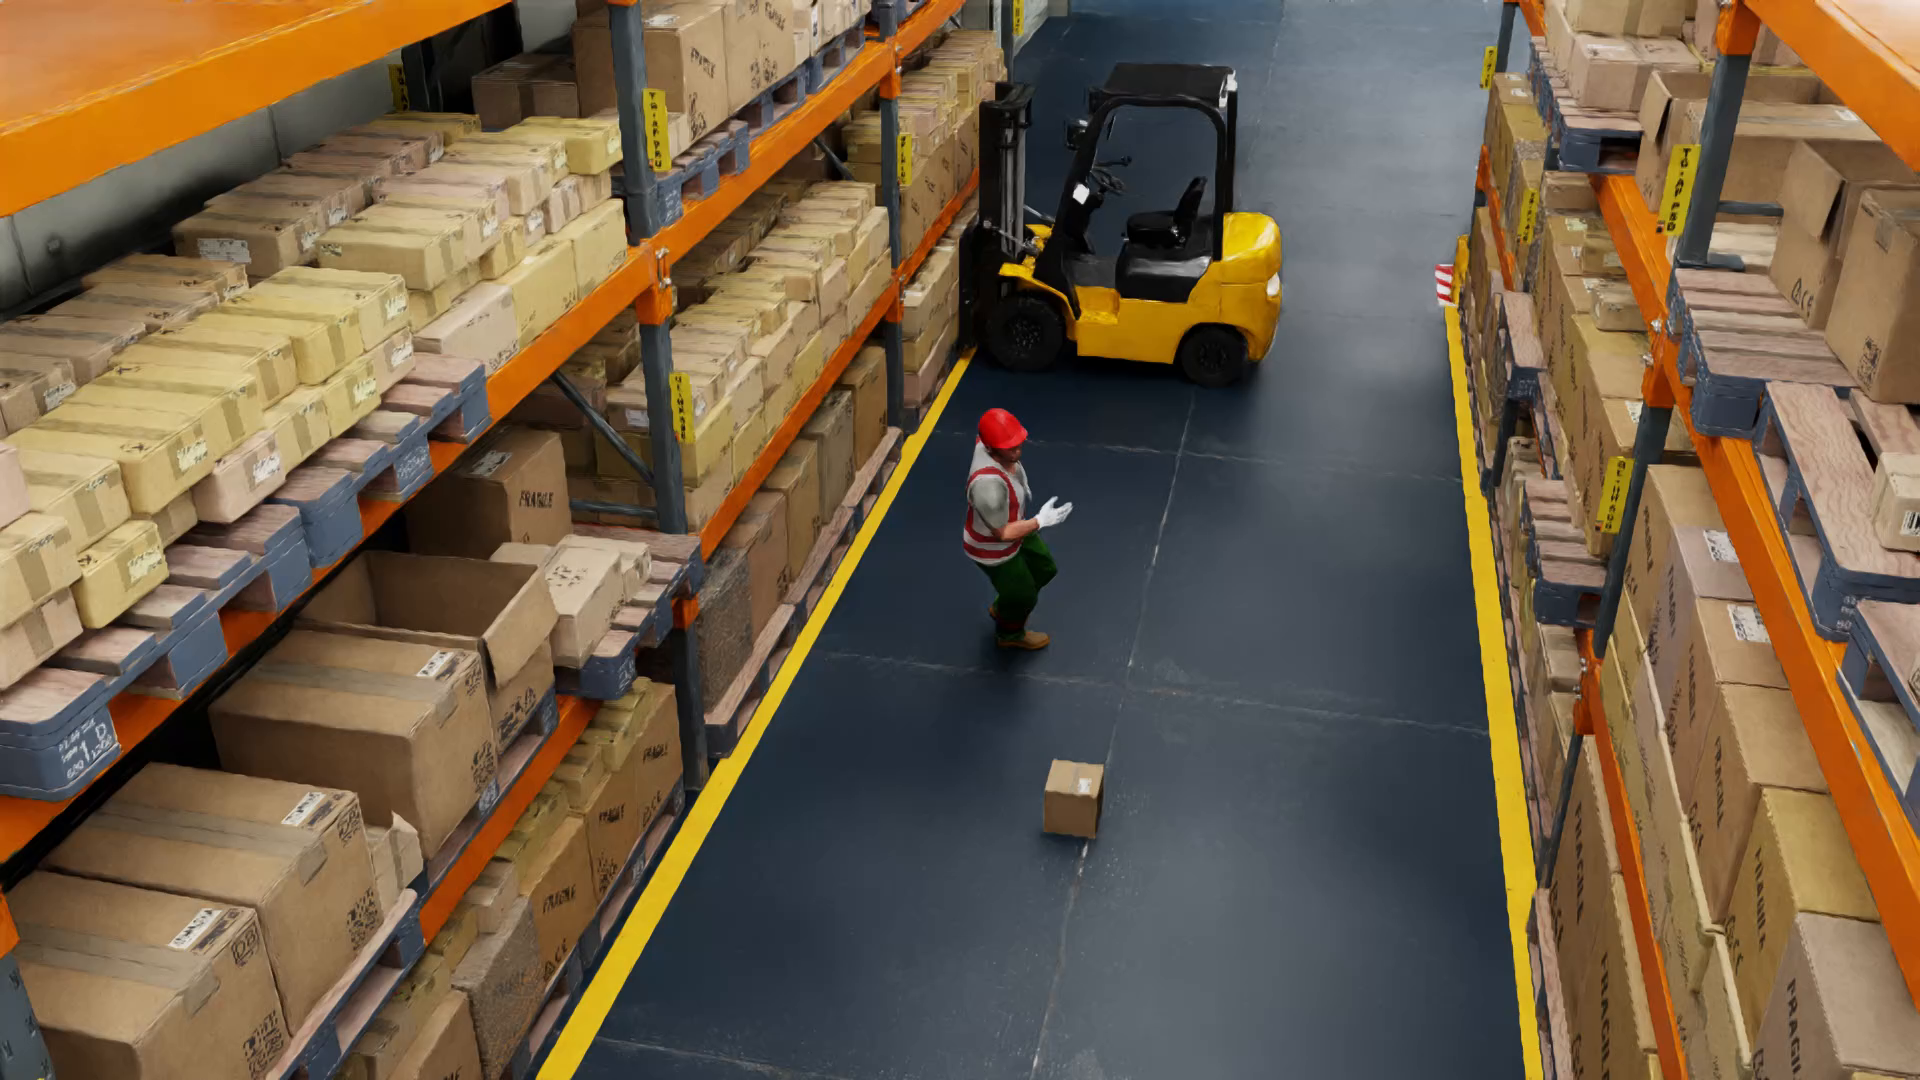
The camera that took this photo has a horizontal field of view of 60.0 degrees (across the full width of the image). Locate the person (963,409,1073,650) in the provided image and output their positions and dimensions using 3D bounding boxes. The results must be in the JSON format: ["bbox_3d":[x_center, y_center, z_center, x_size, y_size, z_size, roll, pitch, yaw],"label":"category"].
[{"bbox_3d":[0.323,-0.039,8.806,0.565,1.662,0.922,5,29,9],"label":"person"}]
